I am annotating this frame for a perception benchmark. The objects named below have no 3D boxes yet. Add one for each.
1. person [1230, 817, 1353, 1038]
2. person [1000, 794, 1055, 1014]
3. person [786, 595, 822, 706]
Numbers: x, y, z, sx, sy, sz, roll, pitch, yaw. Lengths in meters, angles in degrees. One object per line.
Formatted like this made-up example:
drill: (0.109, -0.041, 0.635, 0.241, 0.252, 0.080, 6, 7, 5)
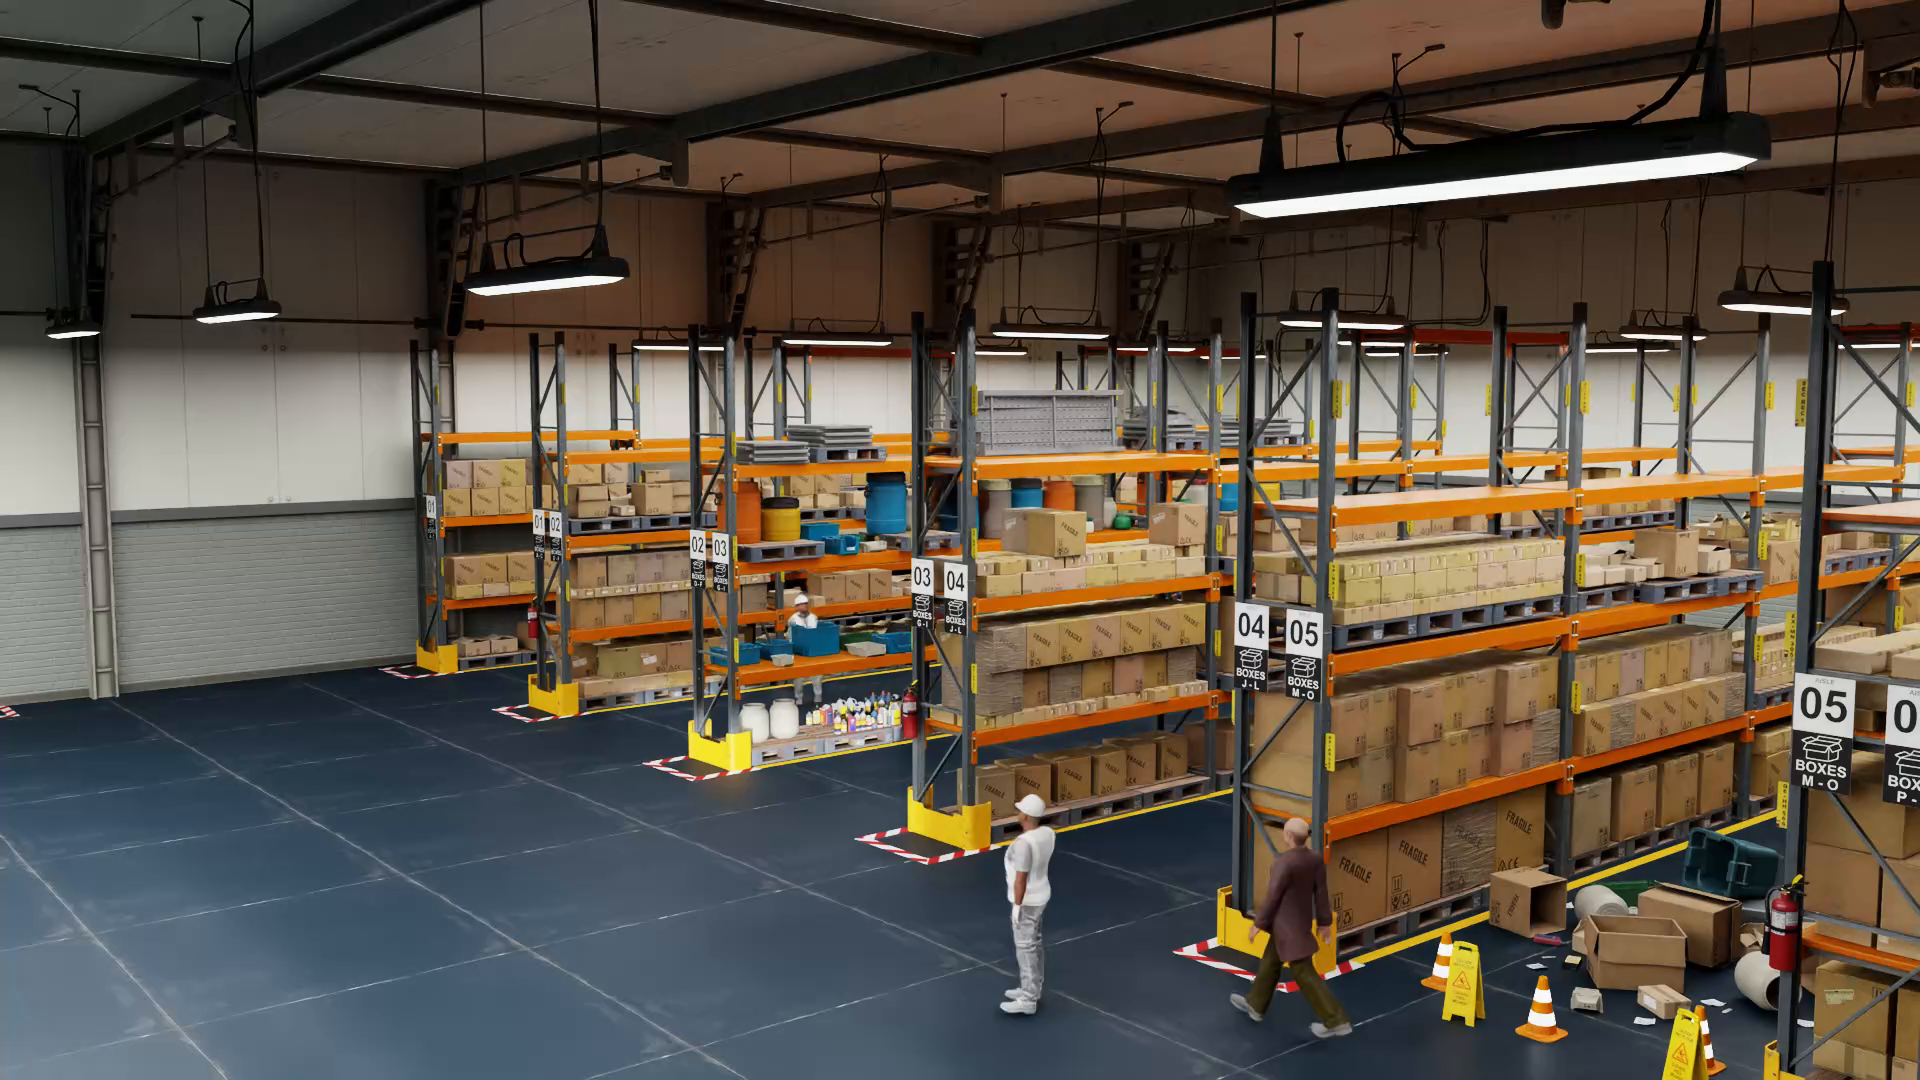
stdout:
person: (2.629, 3.071, 13.269, 1.120, 1.738, 0.548, 3, 6, 28)
person: (0.555, 2.989, 13.801, 0.418, 1.790, 0.614, 1, 5, 14)
person: (-2.516, 1.781, 26.978, 0.595, 1.783, 0.480, -1, 5, -8)
